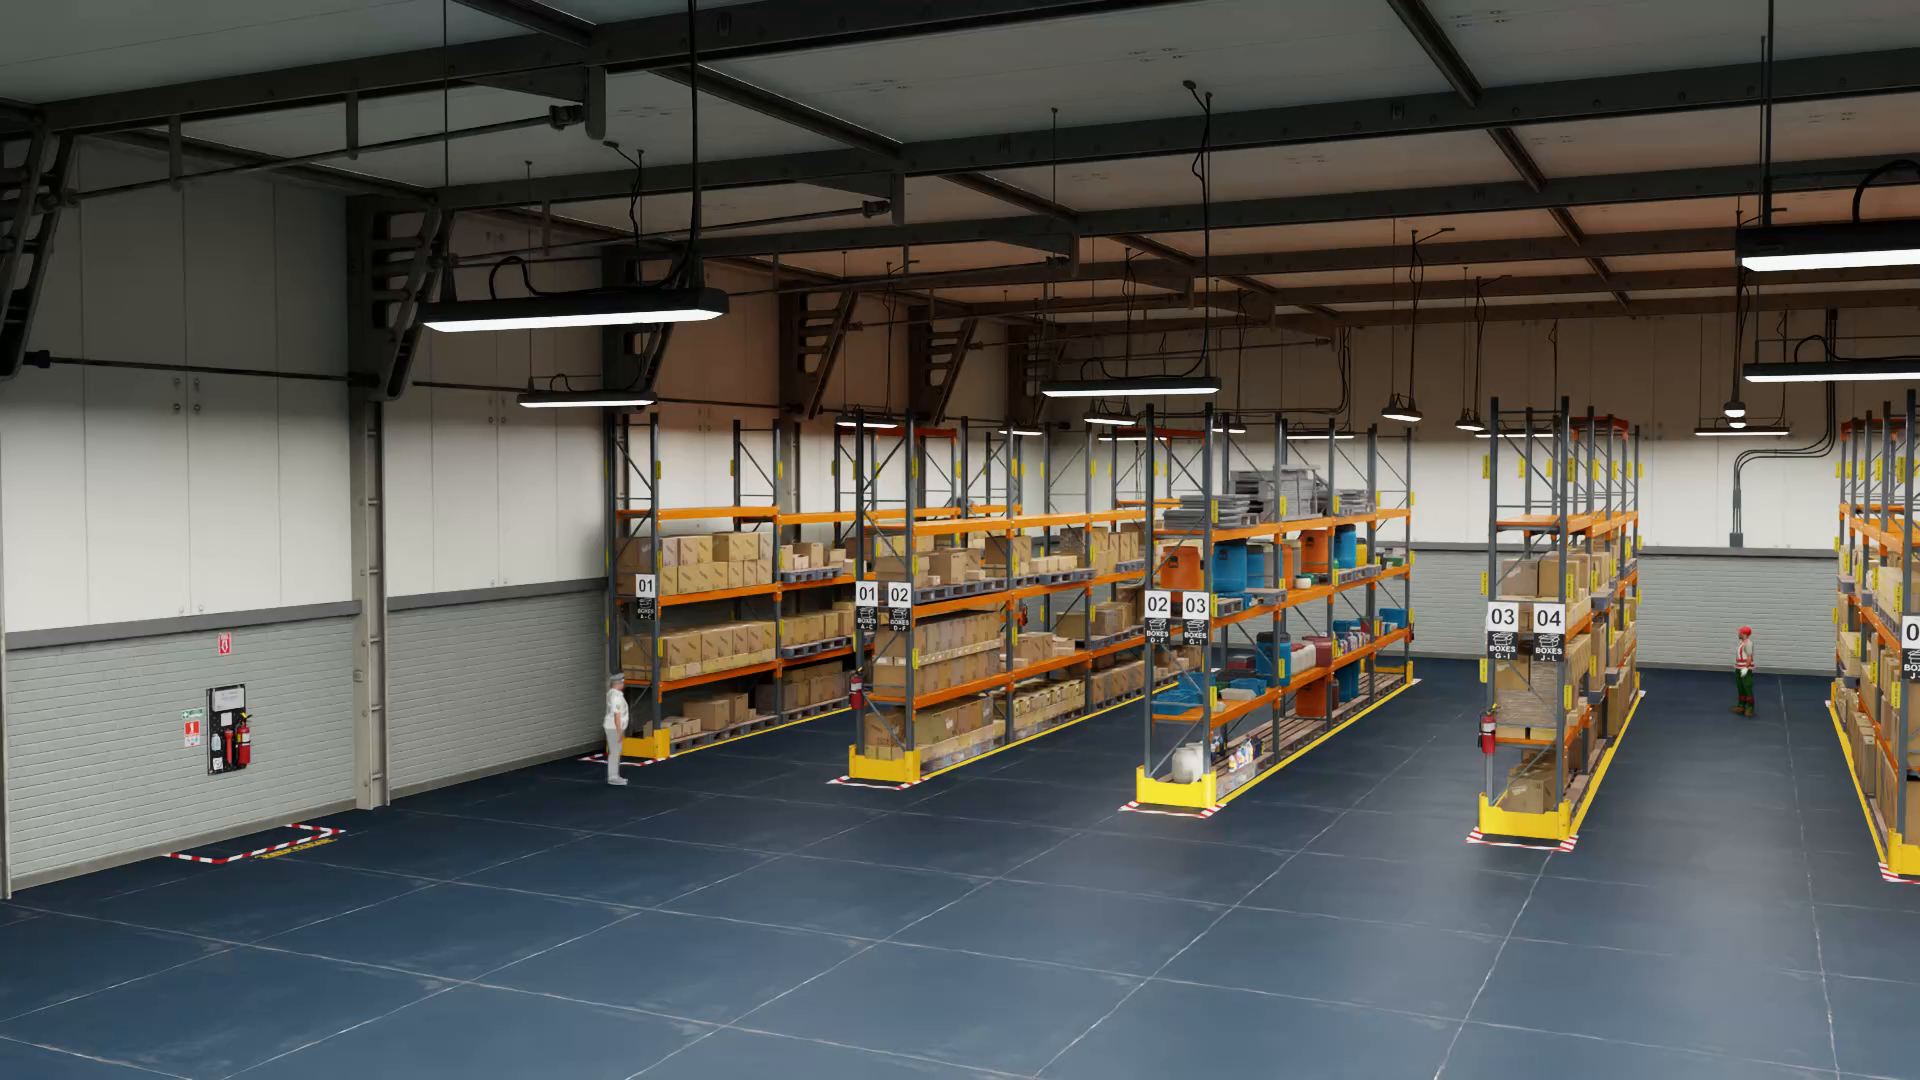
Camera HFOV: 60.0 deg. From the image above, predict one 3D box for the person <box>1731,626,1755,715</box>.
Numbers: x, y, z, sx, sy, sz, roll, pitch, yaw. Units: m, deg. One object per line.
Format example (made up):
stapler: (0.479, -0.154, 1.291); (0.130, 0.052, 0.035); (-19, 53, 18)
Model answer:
person: (16.110, 2.685, 34.201); (0.402, 1.827, 0.553); (0, 2, -10)

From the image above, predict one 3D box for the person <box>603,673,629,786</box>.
person: (-5.474, 3.008, 26.459); (0.406, 1.770, 0.570); (-1, 2, -16)

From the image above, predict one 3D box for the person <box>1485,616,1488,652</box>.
person: (13.507, 2.407, 41.997); (0.501, 1.675, 0.419); (2, 3, 38)
